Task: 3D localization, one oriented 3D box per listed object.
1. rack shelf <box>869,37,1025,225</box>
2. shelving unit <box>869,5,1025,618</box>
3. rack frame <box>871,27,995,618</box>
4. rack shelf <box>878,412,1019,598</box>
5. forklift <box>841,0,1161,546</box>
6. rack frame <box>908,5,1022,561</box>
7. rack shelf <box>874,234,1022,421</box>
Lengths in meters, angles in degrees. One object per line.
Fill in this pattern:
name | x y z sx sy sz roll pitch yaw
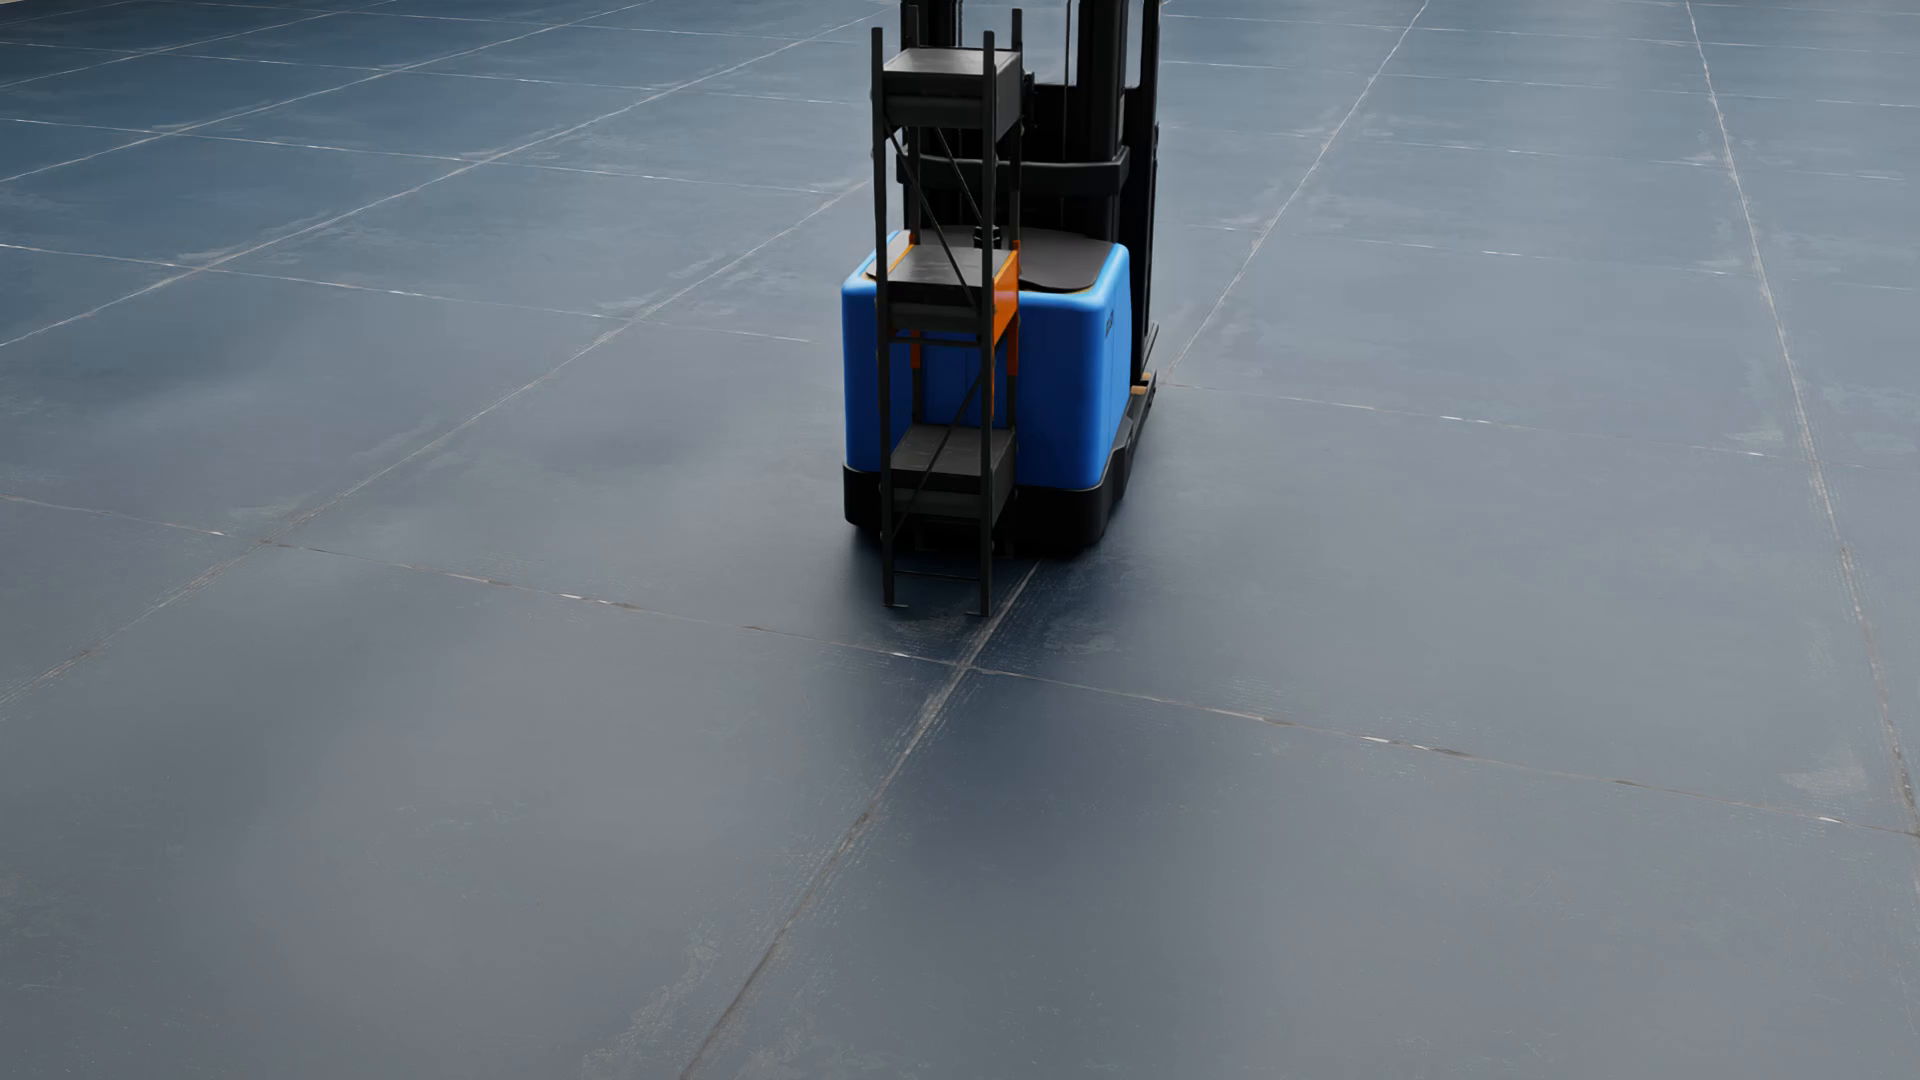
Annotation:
rack shelf | -0.035 -1.399 5.655 0.431 0.518 0.480 5 26 11
shelving unit | -0.035 -0.781 5.954 0.431 2.100 0.503 5 26 11
rack frame | -0.087 -0.677 5.740 0.400 2.100 0.015 5 26 11
rack shelf | -0.035 -0.139 6.265 0.431 0.518 0.480 5 26 11
forklift | 0.343 -1.913 7.338 1.130 2.935 3.031 5 26 11
rack frame | 0.016 -0.885 6.169 0.400 2.100 0.015 5 26 11
rack shelf | -0.035 -0.769 5.960 0.431 0.518 0.480 5 26 11
